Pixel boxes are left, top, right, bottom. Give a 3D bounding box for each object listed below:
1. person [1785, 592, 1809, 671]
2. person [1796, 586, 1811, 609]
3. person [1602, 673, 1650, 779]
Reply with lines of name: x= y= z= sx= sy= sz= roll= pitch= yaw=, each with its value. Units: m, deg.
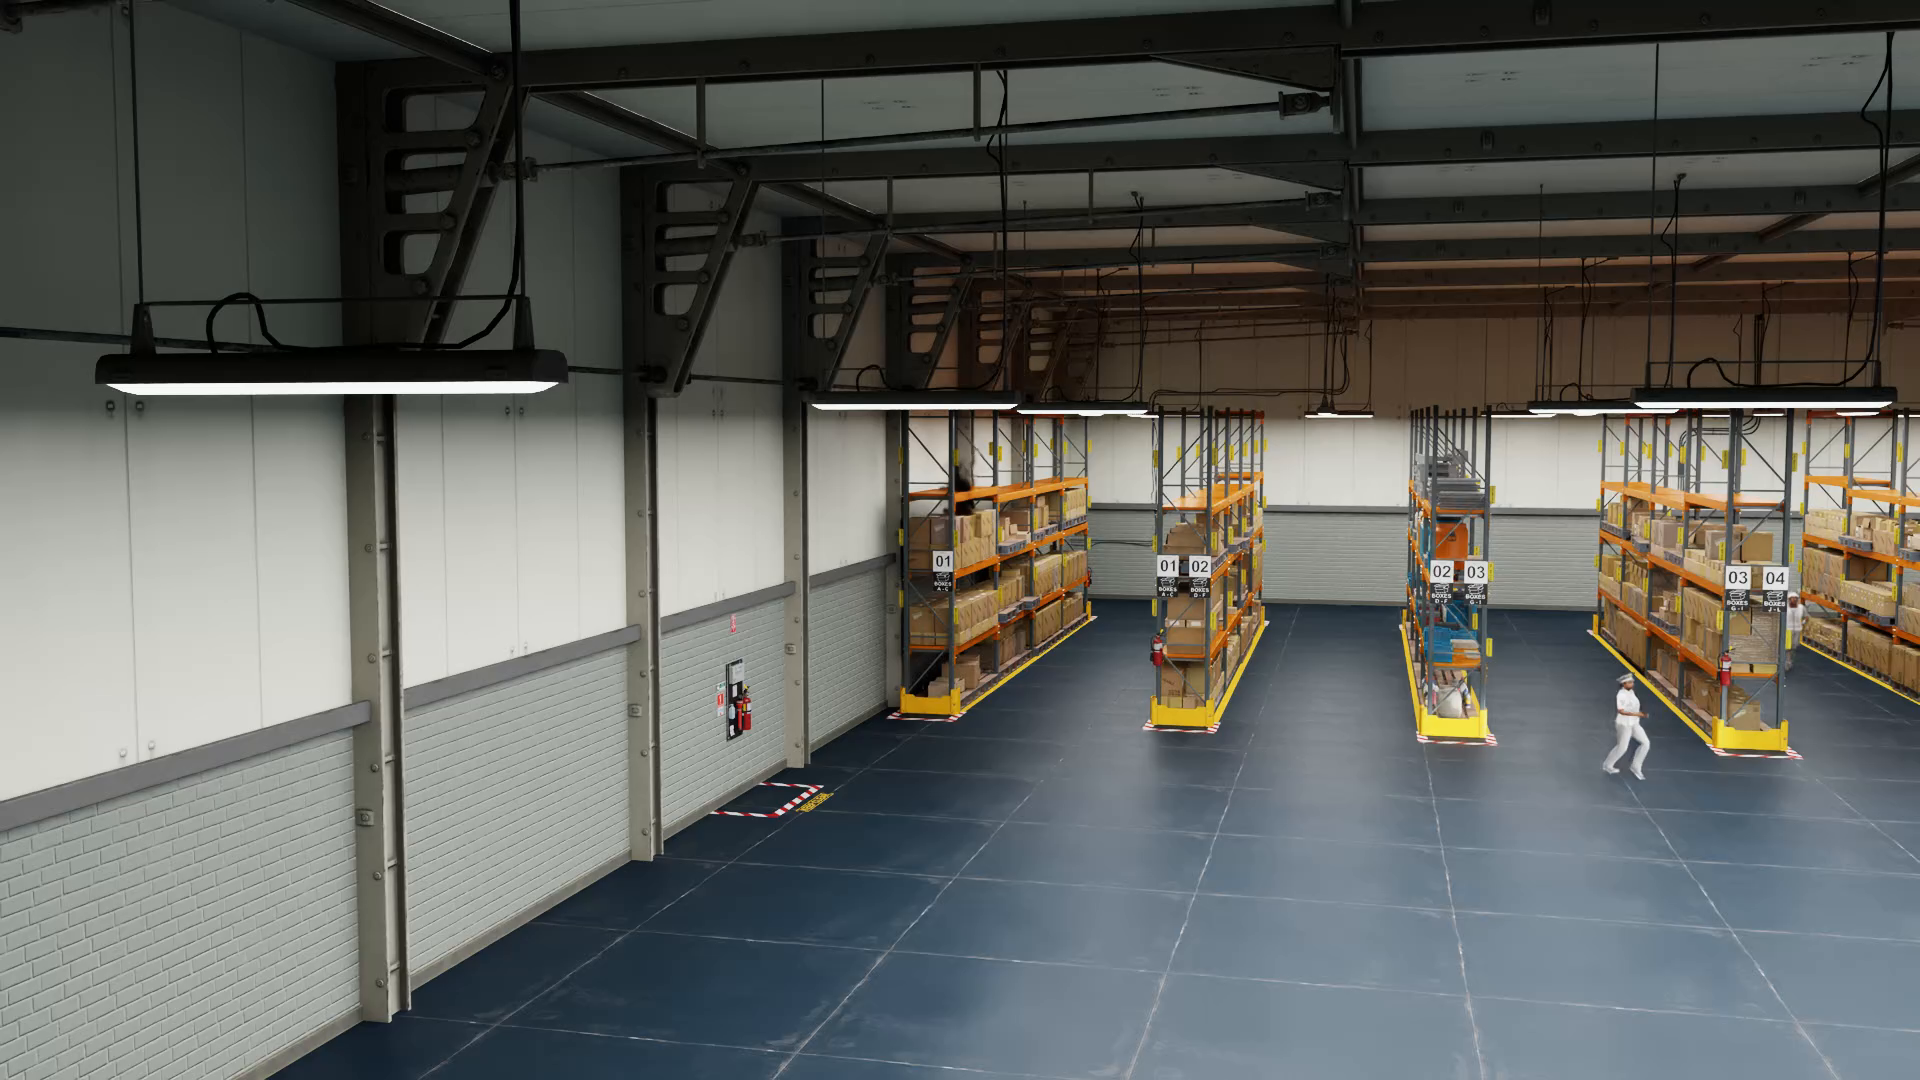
person: x=19.124 y=2.109 z=38.189 sx=0.666 sy=1.821 sz=0.748 roll=1 pitch=4 yaw=11
person: x=22.558 y=1.668 z=44.623 sx=0.685 sy=1.692 sz=0.723 roll=4 pitch=5 yaw=42
person: x=10.727 y=2.985 z=26.714 sx=0.581 sy=1.728 sz=0.731 roll=-3 pitch=5 yaw=-40
